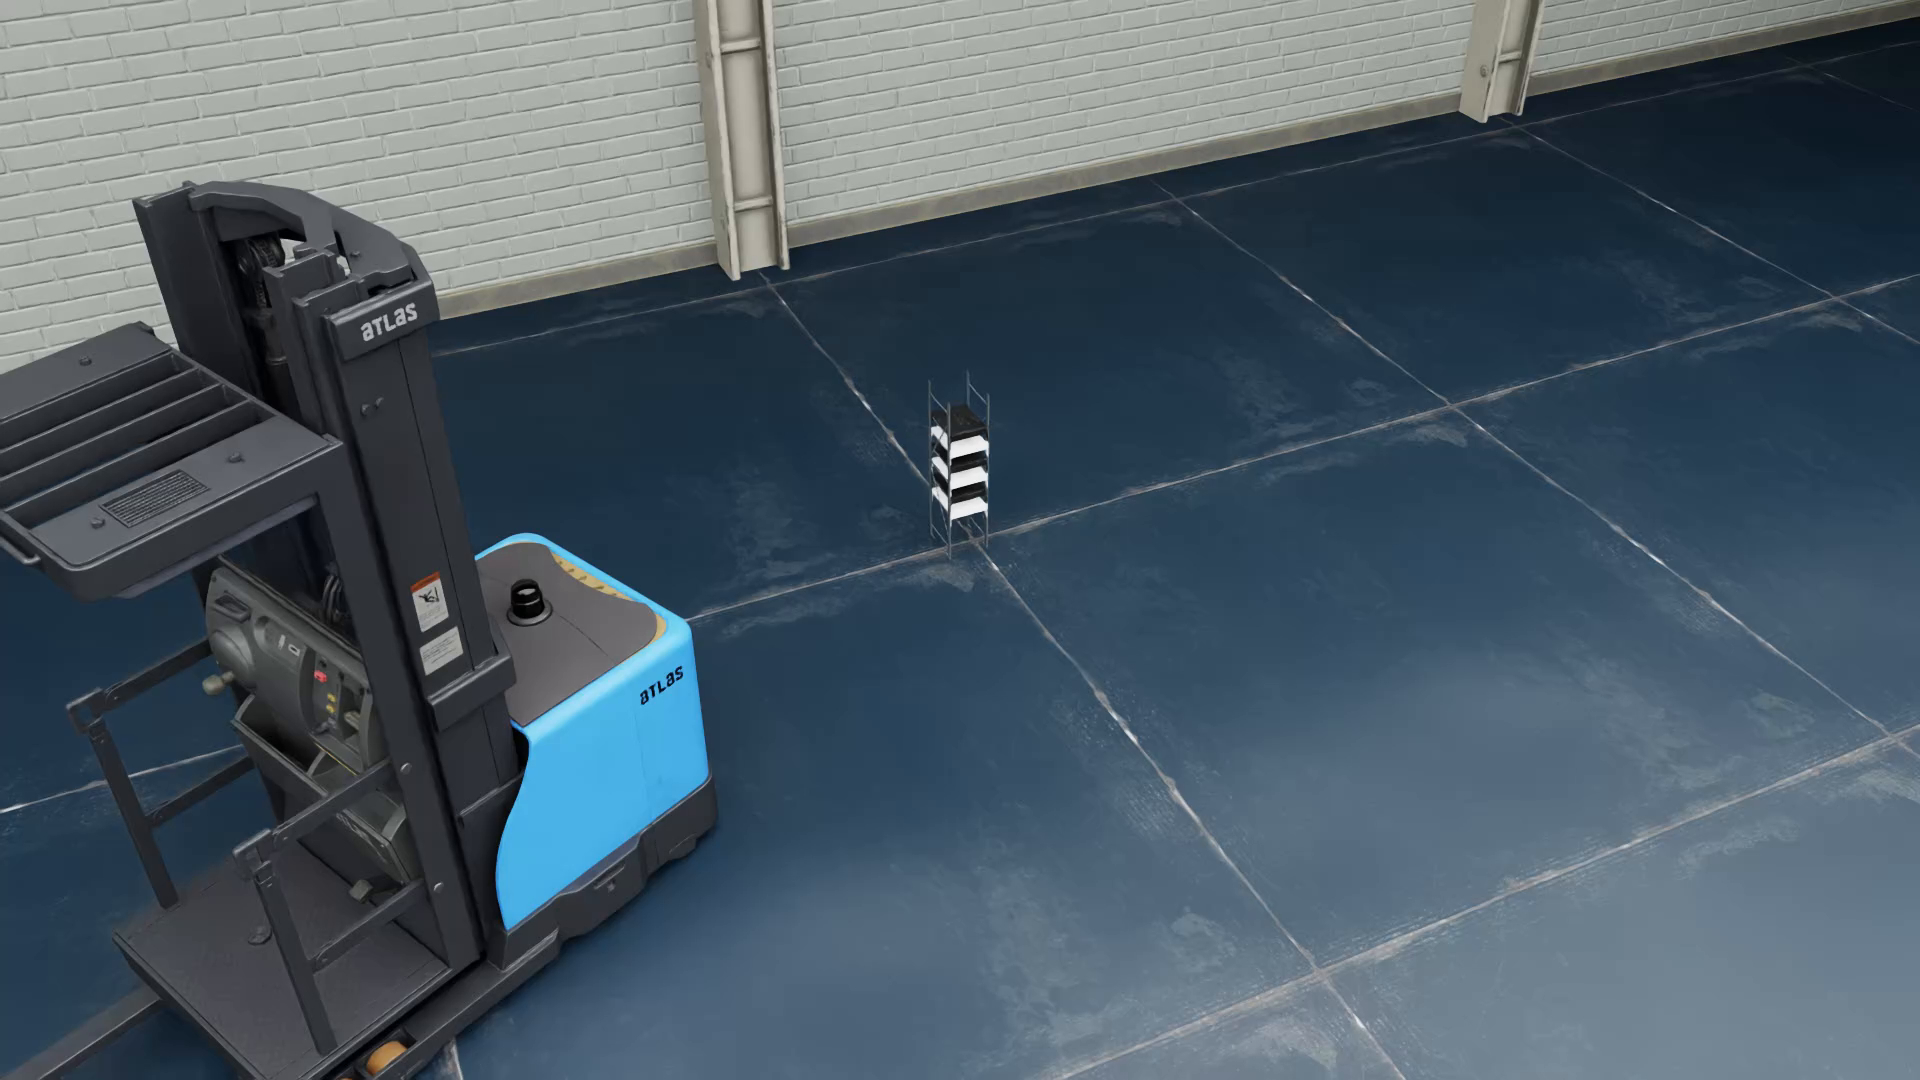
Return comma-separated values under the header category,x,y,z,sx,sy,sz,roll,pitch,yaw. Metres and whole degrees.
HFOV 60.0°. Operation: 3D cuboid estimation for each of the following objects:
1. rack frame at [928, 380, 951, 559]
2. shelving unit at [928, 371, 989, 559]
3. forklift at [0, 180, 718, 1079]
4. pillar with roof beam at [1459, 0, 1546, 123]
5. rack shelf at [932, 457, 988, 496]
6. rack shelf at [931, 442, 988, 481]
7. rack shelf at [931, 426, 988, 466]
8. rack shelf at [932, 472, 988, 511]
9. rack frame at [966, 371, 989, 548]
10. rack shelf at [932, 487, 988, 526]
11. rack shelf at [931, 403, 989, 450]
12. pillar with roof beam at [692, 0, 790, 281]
category,x,y,z,sx,sy,sz,roll,pitch,yaw
rack frame,-0.099,-0.334,8.088,0.006,0.900,0.240,-16,39,-20
shelving unit,-0.007,-0.359,8.122,0.210,0.900,0.258,-16,39,-20
forklift,-2.309,0.492,5.270,1.130,2.935,3.031,26,44,31
pillar with roof beam,5.919,-4.601,7.043,0.400,9.000,9.100,-16,39,-20
rack shelf,-0.007,-0.333,8.142,0.200,0.077,0.258,-16,39,-20
rack shelf,-0.007,-0.405,8.088,0.200,0.077,0.258,-16,39,-20
rack shelf,-0.007,-0.477,8.035,0.200,0.077,0.258,-16,39,-20
rack shelf,-0.007,-0.260,8.196,0.200,0.077,0.258,-16,39,-20
rack frame,0.085,-0.385,8.157,0.006,0.900,0.240,-16,39,-20
rack shelf,-0.007,-0.188,8.249,0.200,0.077,0.258,-16,39,-20
rack shelf,-0.007,-0.549,7.981,0.200,0.077,0.258,-16,39,-20
pillar with roof beam,0.488,-3.083,4.995,0.400,9.000,9.100,-16,39,-20
